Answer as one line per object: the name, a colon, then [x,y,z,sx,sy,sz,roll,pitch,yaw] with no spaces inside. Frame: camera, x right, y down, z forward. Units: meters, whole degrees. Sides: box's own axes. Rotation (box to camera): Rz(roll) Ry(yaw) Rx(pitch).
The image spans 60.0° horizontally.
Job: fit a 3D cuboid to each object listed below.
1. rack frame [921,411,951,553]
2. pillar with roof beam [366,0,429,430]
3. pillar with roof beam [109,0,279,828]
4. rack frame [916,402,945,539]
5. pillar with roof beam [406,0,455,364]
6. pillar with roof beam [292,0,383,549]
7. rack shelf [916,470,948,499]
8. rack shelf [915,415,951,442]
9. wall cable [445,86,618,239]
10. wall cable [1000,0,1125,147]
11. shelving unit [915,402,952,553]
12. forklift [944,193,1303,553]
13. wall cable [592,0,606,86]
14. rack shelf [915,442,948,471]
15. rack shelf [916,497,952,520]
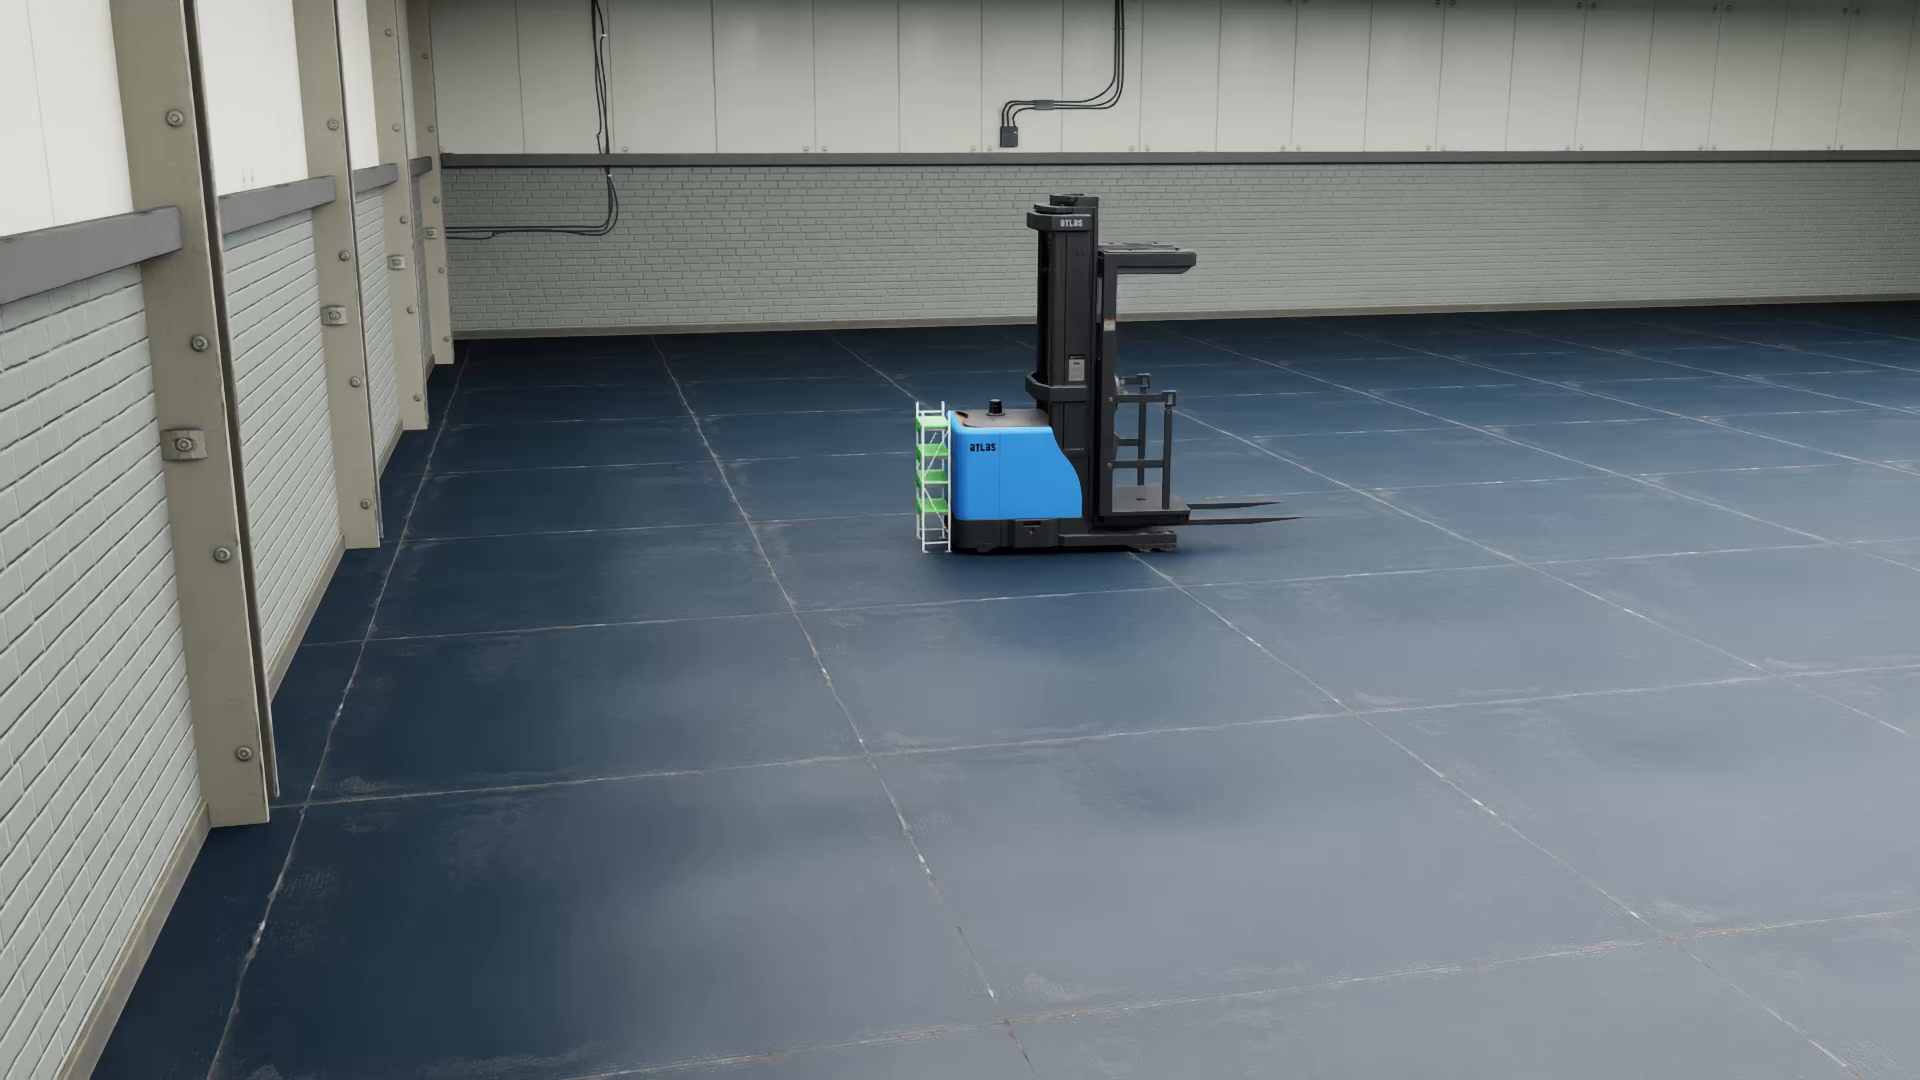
rack frame: [-0.199,-0.480,13.864,0.240,1.200,0.015,-2,14,-6]
pillar with roof beam: [-2.372,-5.971,19.907,9.100,9.000,0.400,-3,14,-13]
pillar with roof beam: [0.446,-3.203,8.576,9.100,9.000,0.400,-3,14,-13]
rack frame: [-0.255,-0.595,14.335,0.240,1.200,0.015,-2,14,-6]
pillar with roof beam: [-3.781,-7.355,25.572,9.100,9.000,0.400,-3,14,-13]
pillar with roof beam: [-0.963,-4.587,14.241,9.100,9.000,0.400,-3,14,-13]
rack shelf: [-0.227,-0.476,14.115,0.258,0.148,0.480,-2,14,-6]
rack shelf: [-0.227,-0.942,14.001,0.258,0.148,0.480,-2,14,-6]
wall cable: [-7.373,-6.360,28.042,3.097,2.526,0.112,-3,14,-13]
wall cable: [1.859,-10.046,29.421,2.305,6.003,0.169,-3,14,-13]
shelving unit: [-0.227,-0.538,14.100,0.258,1.200,0.503,-2,14,-6]
forklift: [1.412,-1.445,14.164,3.031,2.935,1.130,-1,14,-6]
wall cable: [-4.743,-8.964,28.060,3.097,2.526,0.112,-3,14,-13]
rack shelf: [-0.227,-0.709,14.058,0.258,0.148,0.480,-2,14,-6]
rack shelf: [-0.227,-0.243,14.172,0.258,0.148,0.480,-2,14,-6]
